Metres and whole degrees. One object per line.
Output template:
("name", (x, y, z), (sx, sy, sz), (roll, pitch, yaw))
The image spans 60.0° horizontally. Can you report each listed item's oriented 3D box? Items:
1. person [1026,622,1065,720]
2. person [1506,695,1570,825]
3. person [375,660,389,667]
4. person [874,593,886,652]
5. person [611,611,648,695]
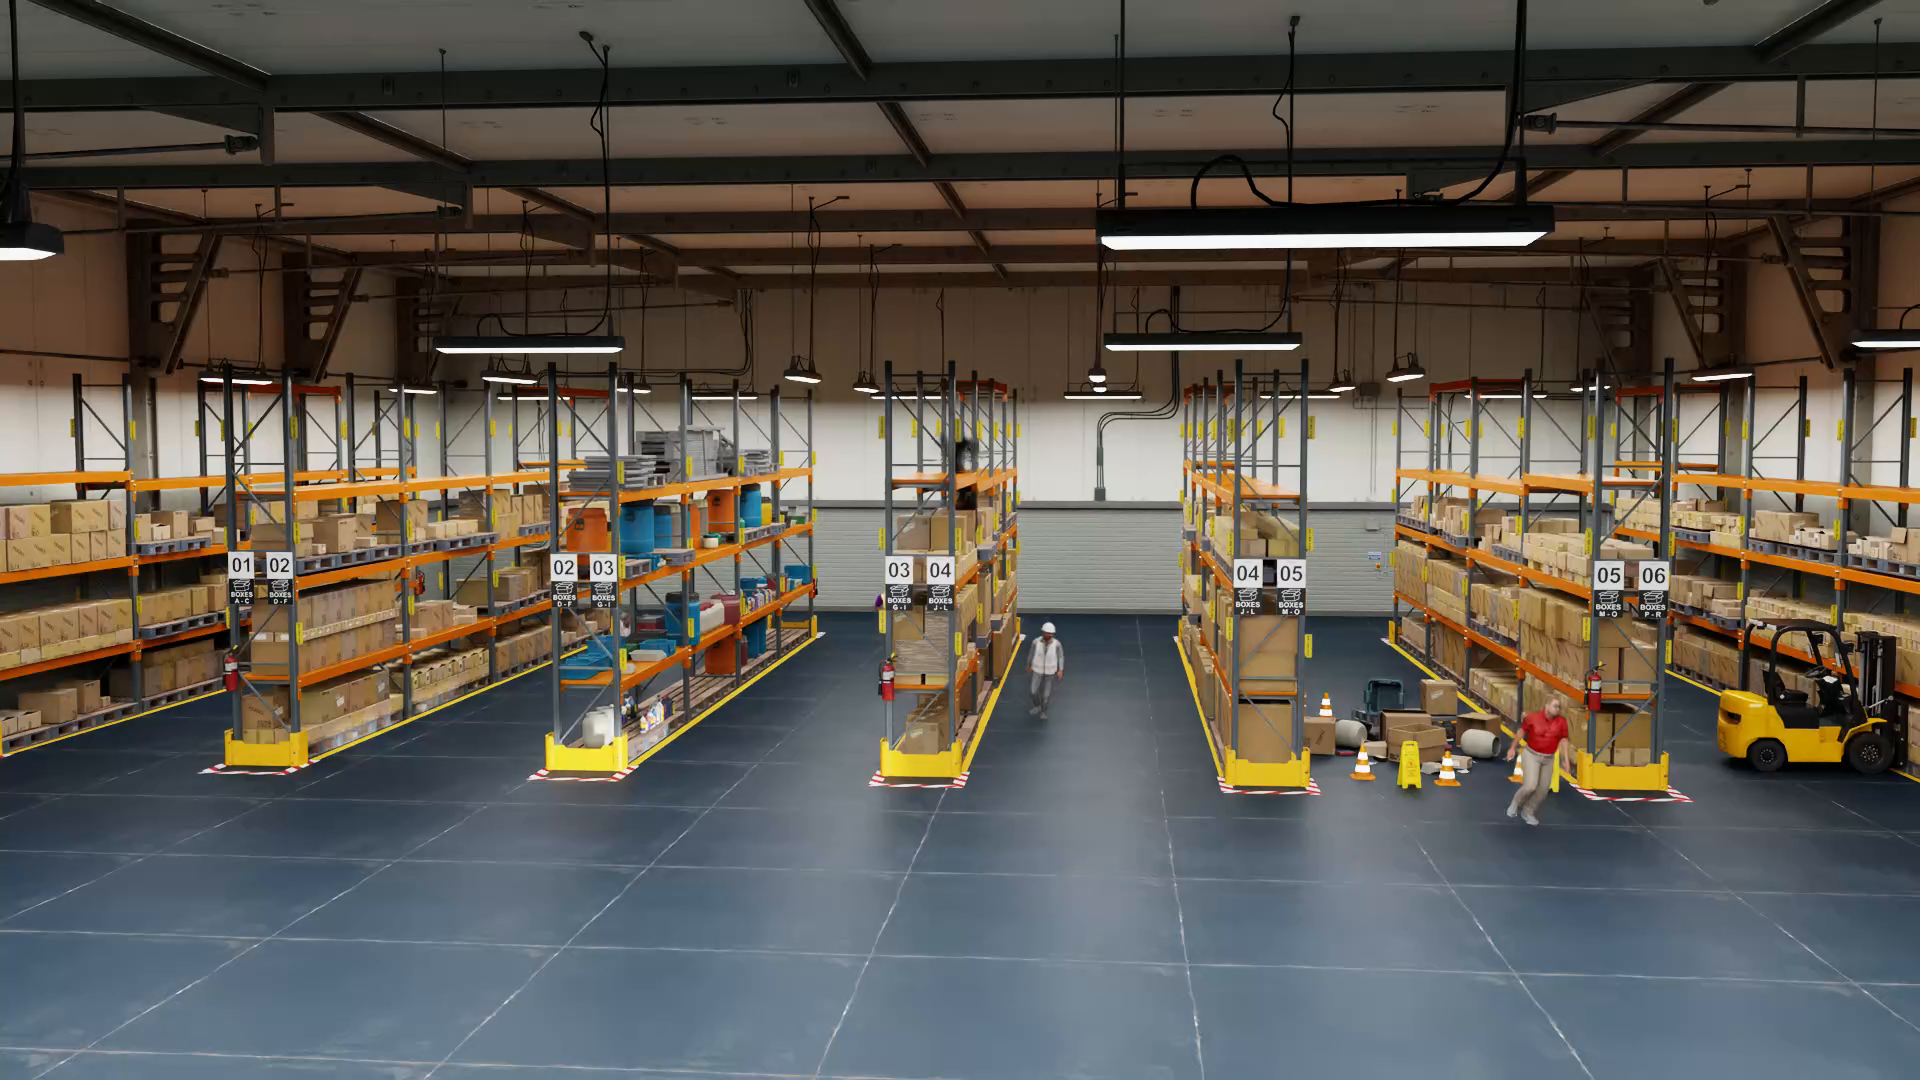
("person", (1.462, 2.258, 28.596), (0.675, 1.722, 0.654), (0, 4, 3))
("person", (7.335, 2.784, 21.096), (0.685, 1.685, 0.585), (-1, 4, -9))
("person", (-12.020, 1.903, 34.549), (0.591, 1.648, 0.611), (0, 4, 1))
("person", (-1.518, 1.776, 36.538), (0.740, 1.715, 1.047), (0, 4, -5))
("person", (-6.283, 2.136, 31.720), (0.746, 1.624, 0.817), (-2, 4, -22))
